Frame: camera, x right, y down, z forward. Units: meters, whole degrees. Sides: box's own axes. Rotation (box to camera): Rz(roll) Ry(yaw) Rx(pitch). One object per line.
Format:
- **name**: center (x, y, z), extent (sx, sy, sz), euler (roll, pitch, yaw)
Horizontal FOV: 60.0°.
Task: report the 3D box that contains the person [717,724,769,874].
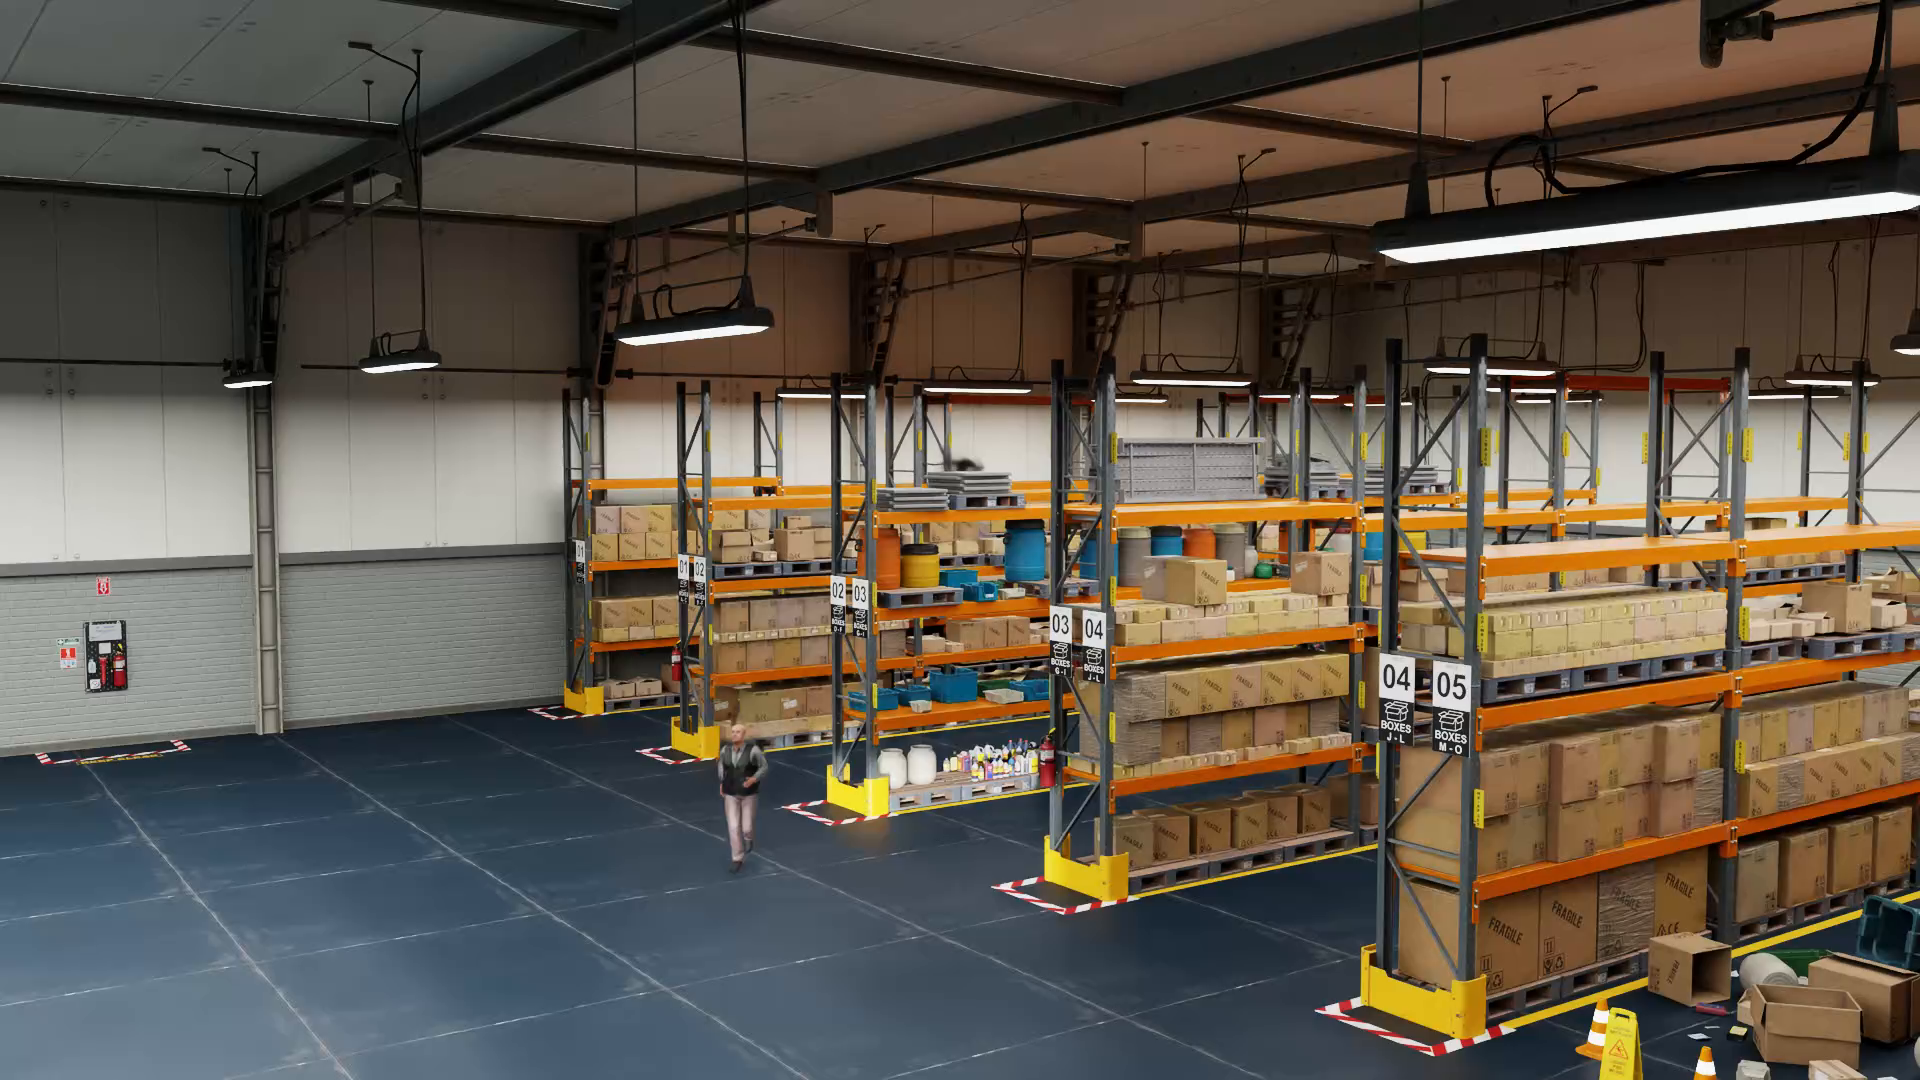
- **person**: center (-2.602, 3.047, 19.854), extent (0.657, 1.720, 0.784), euler (0, 4, 6)
